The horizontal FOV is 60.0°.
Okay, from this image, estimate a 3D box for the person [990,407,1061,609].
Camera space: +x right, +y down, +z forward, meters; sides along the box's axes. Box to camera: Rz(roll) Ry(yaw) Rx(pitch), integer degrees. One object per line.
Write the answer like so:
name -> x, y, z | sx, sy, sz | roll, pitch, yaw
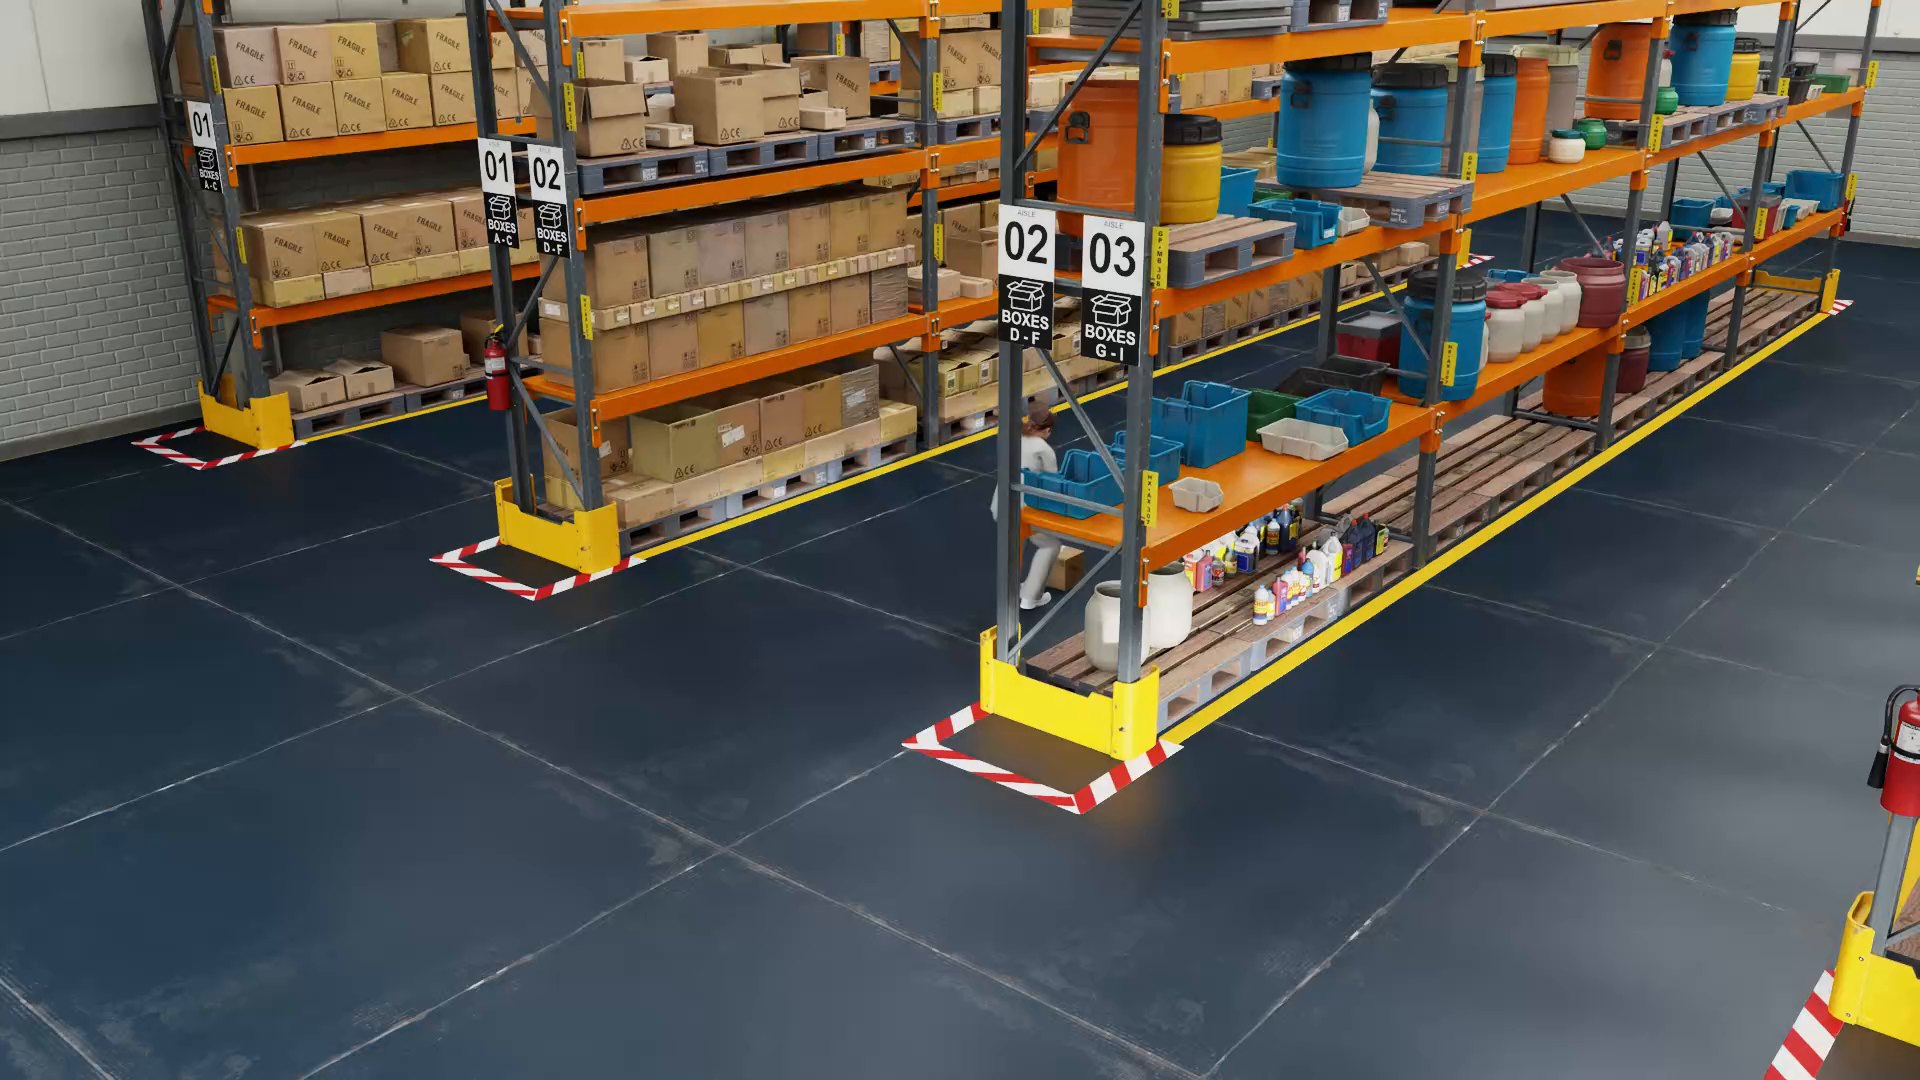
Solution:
person -> 0.470, -0.235, 12.096 | 0.490, 1.418, 0.616 | 16, 26, 37
